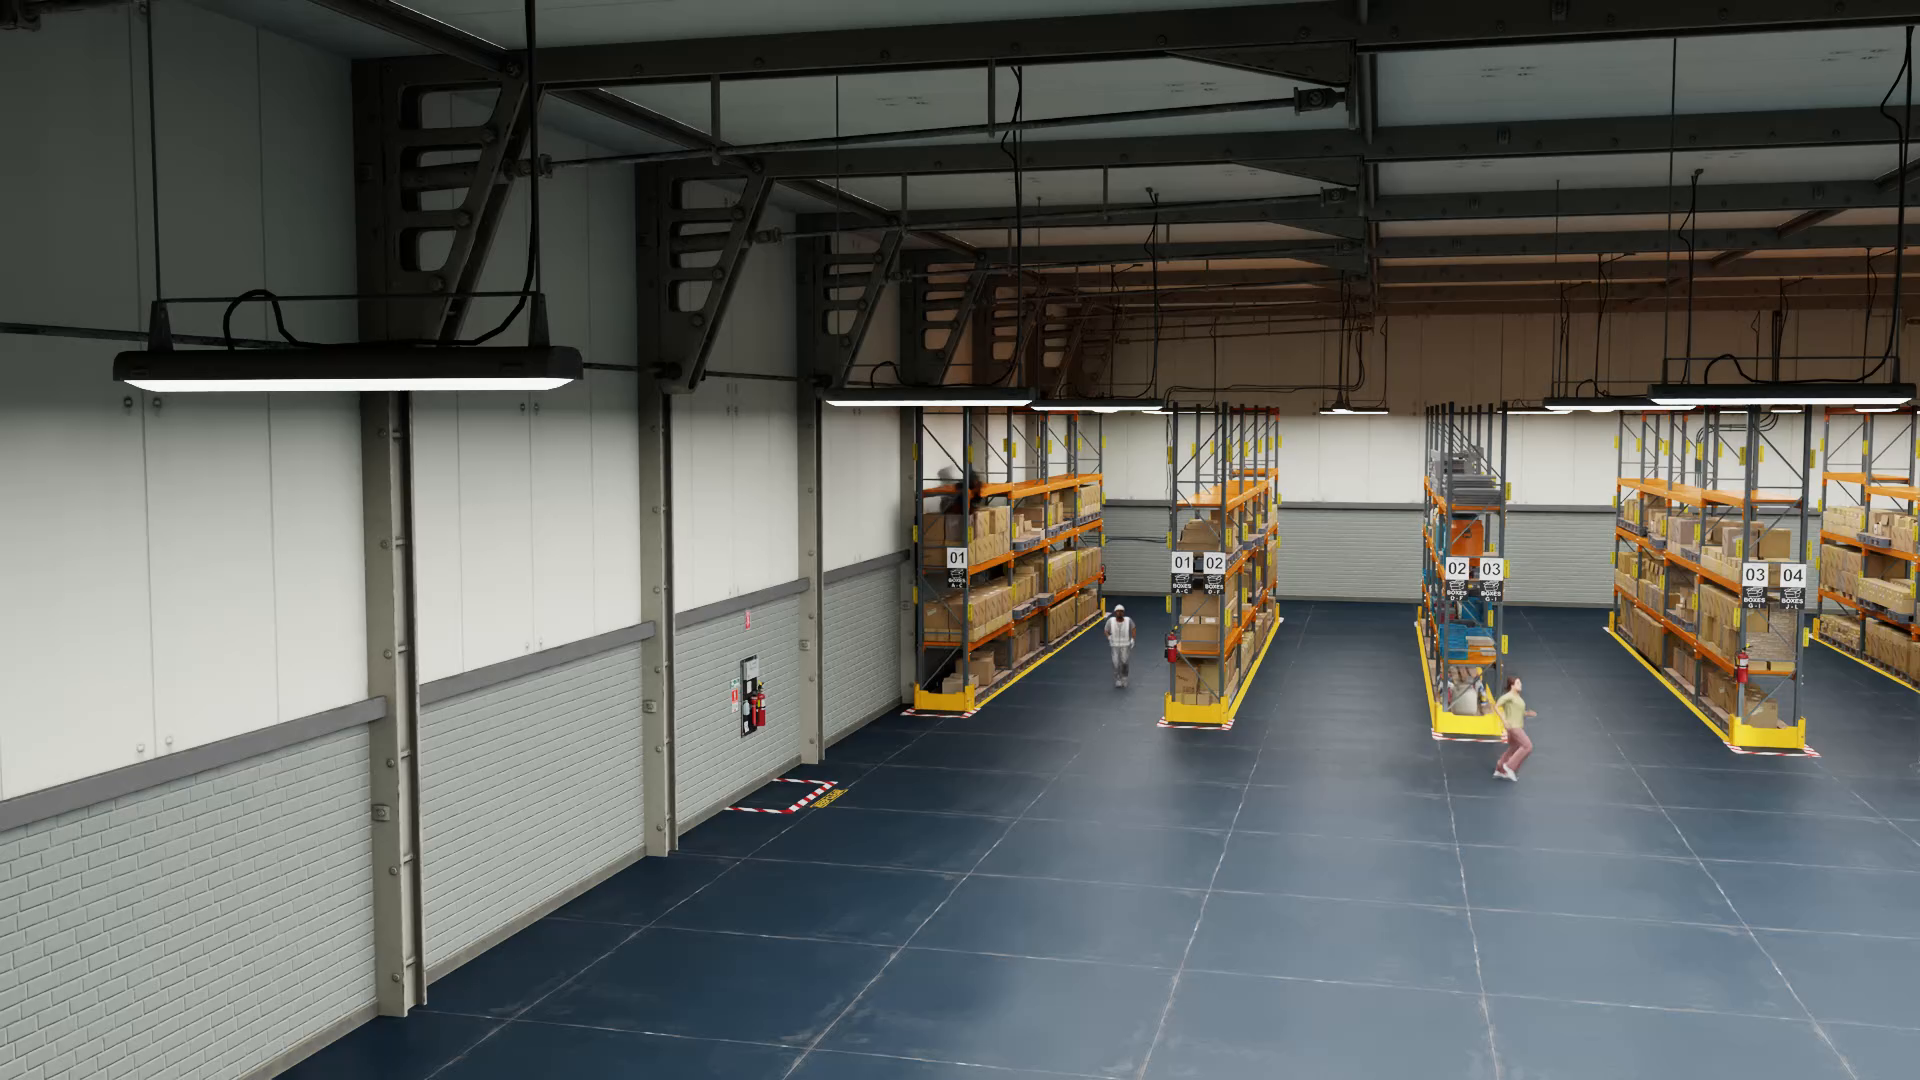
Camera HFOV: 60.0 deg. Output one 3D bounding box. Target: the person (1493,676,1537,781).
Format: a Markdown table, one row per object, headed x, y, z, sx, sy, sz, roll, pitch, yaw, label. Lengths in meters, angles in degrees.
| x | y | z | sx | sy | sz | roll | pitch | yaw | label |
| --- | --- | --- | --- | --- | --- | --- | --- | --- | --- |
| 8.718 | 2.954 | 26.108 | 0.638 | 1.641 | 0.550 | 3 | 5 | 34 | person |

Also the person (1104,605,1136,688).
| x | y | z | sx | sy | sz | roll | pitch | yaw | label |
| --- | --- | --- | --- | --- | --- | --- | --- | --- | --- |
| 3.367 | 2.247 | 35.122 | 0.660 | 1.756 | 0.653 | 1 | 4 | 9 | person |
